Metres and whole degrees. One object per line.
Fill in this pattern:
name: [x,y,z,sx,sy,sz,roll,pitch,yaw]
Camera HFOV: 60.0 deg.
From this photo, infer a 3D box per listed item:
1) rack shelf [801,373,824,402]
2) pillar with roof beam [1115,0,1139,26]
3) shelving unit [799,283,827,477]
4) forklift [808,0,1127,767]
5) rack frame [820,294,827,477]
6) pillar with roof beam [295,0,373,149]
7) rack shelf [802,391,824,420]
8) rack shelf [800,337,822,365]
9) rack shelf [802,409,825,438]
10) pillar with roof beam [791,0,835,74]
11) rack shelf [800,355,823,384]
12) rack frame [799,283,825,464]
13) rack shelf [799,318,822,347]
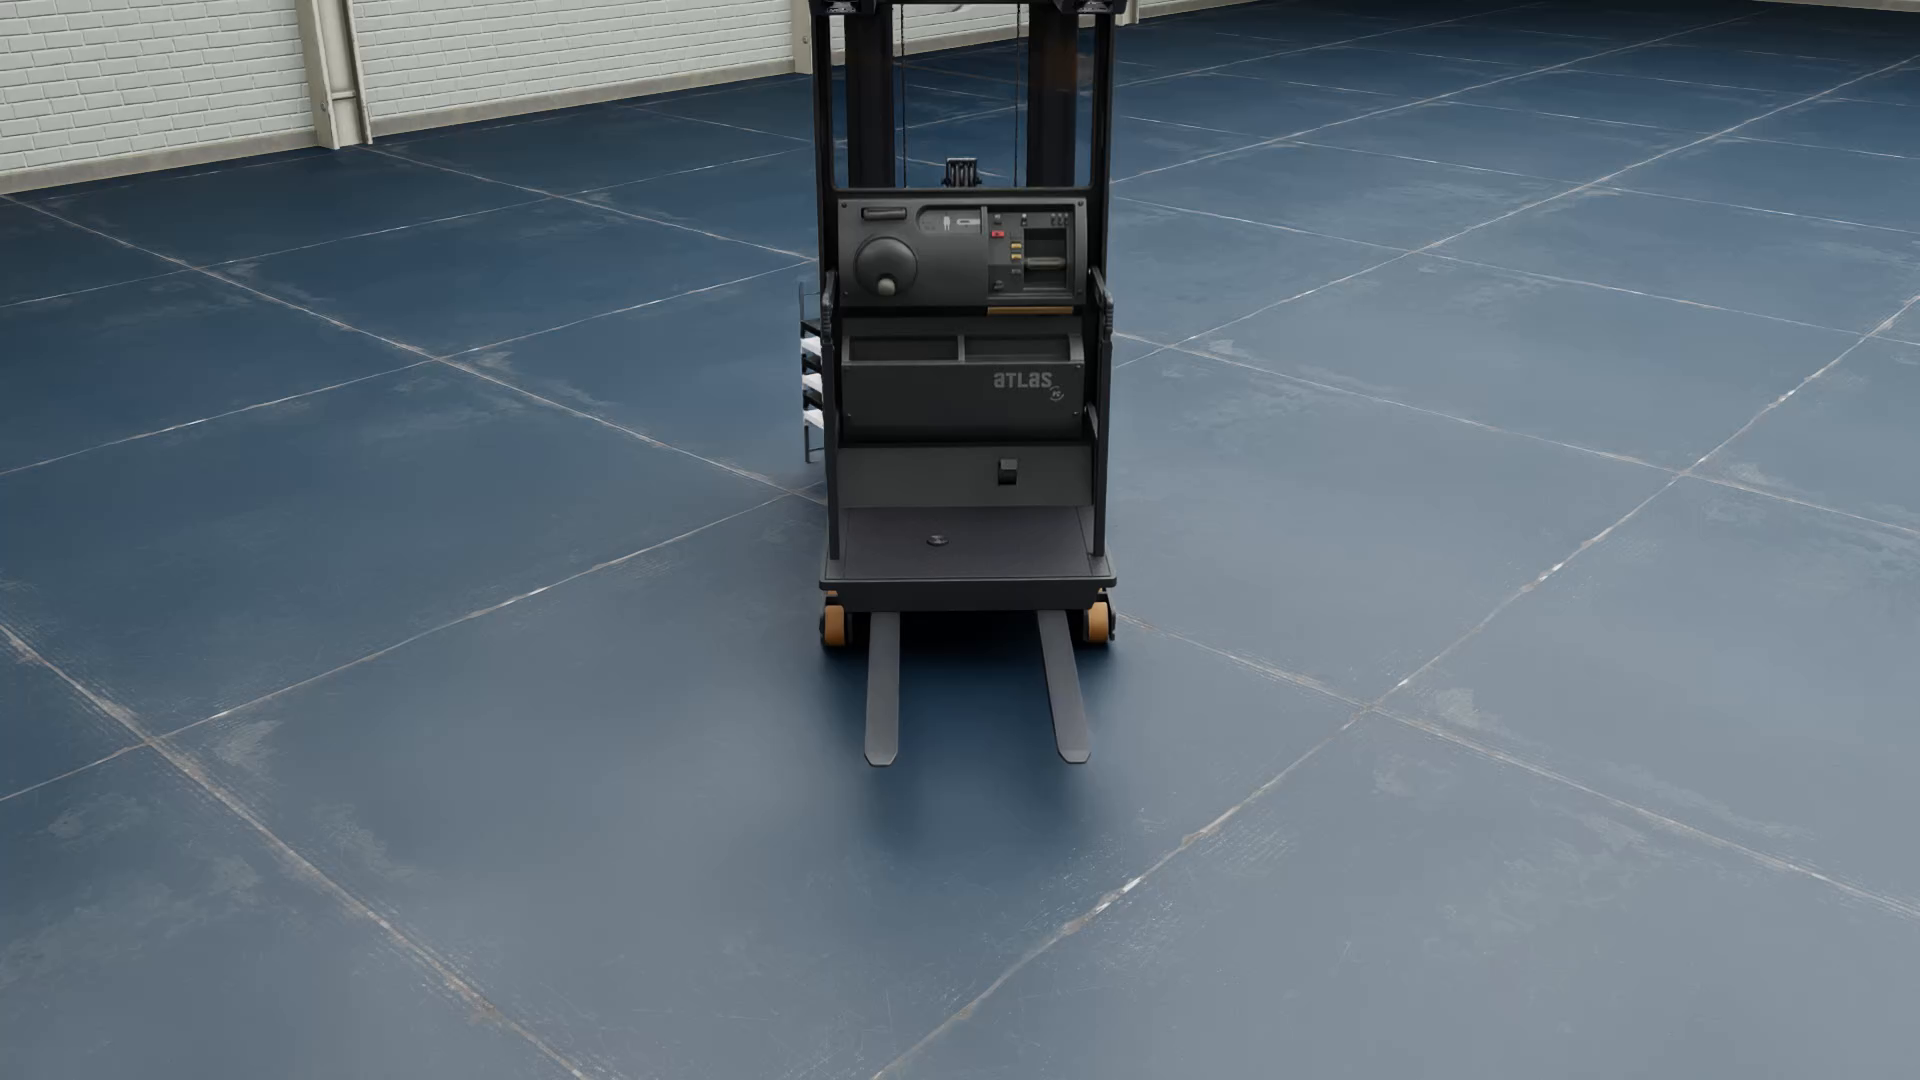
rack shelf: [-0.591,-0.740,7.882,0.258,0.077,0.200,-15,28,-30]
pillar with roof beam: [5.502,-10.265,19.145,9.100,9.000,0.400,20,31,38]
shelving unit: [-0.591,-0.771,7.868,0.258,0.900,0.210,-15,28,-30]
forklift: [0.018,-1.059,6.030,1.130,2.935,3.031,-1,24,-1]
rack frame: [-0.536,-0.735,7.790,0.240,0.900,0.006,-15,28,-30]
pillar with roof beam: [-2.507,-6.609,10.991,9.100,9.000,0.400,20,31,38]
rack shelf: [-0.592,-0.658,7.919,0.258,0.077,0.200,-15,28,-30]
rack shelf: [-0.591,-0.904,7.807,0.258,0.077,0.200,-15,28,-30]
rack shelf: [-0.592,-0.576,7.956,0.258,0.077,0.200,-15,28,-30]
pillar with roof beam: [1.497,-8.437,15.068,9.100,9.000,0.400,20,31,38]
rack shelf: [-0.591,-0.822,7.844,0.258,0.077,0.200,-15,28,-30]
rack frame: [-0.647,-0.806,7.945,0.240,0.900,0.006,-15,28,-30]
rack shelf: [-0.591,-0.986,7.770,0.258,0.077,0.200,-15,28,-30]
